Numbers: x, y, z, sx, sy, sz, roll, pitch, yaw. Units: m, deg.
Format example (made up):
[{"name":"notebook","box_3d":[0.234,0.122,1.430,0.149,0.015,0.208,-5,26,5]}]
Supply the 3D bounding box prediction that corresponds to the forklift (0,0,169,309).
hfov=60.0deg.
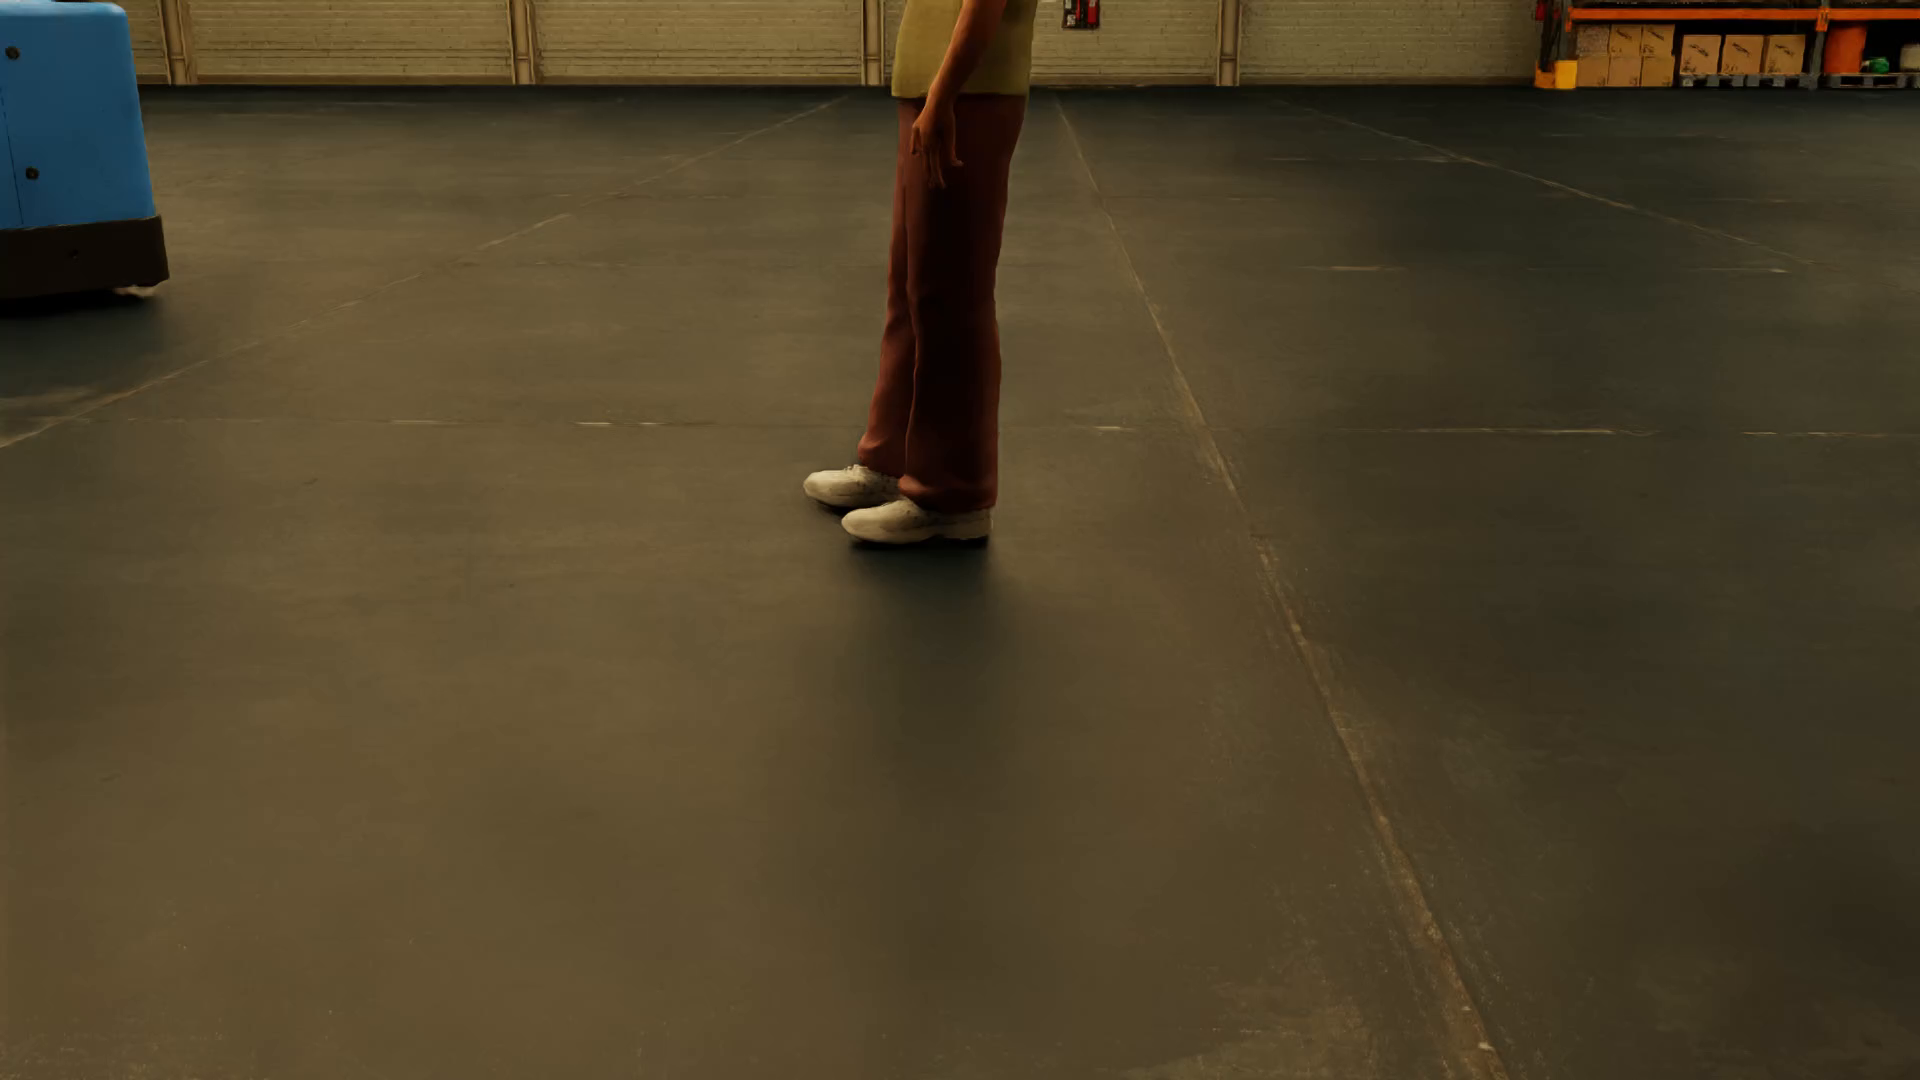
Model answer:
[{"name":"forklift","box_3d":[-4.468,-2.479,6.412,3.031,2.935,1.130,13,22,37]}]

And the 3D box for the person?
[{"name":"person","box_3d":[-0.081,-0.806,3.136,0.532,1.663,0.554,1,17,2]}]
